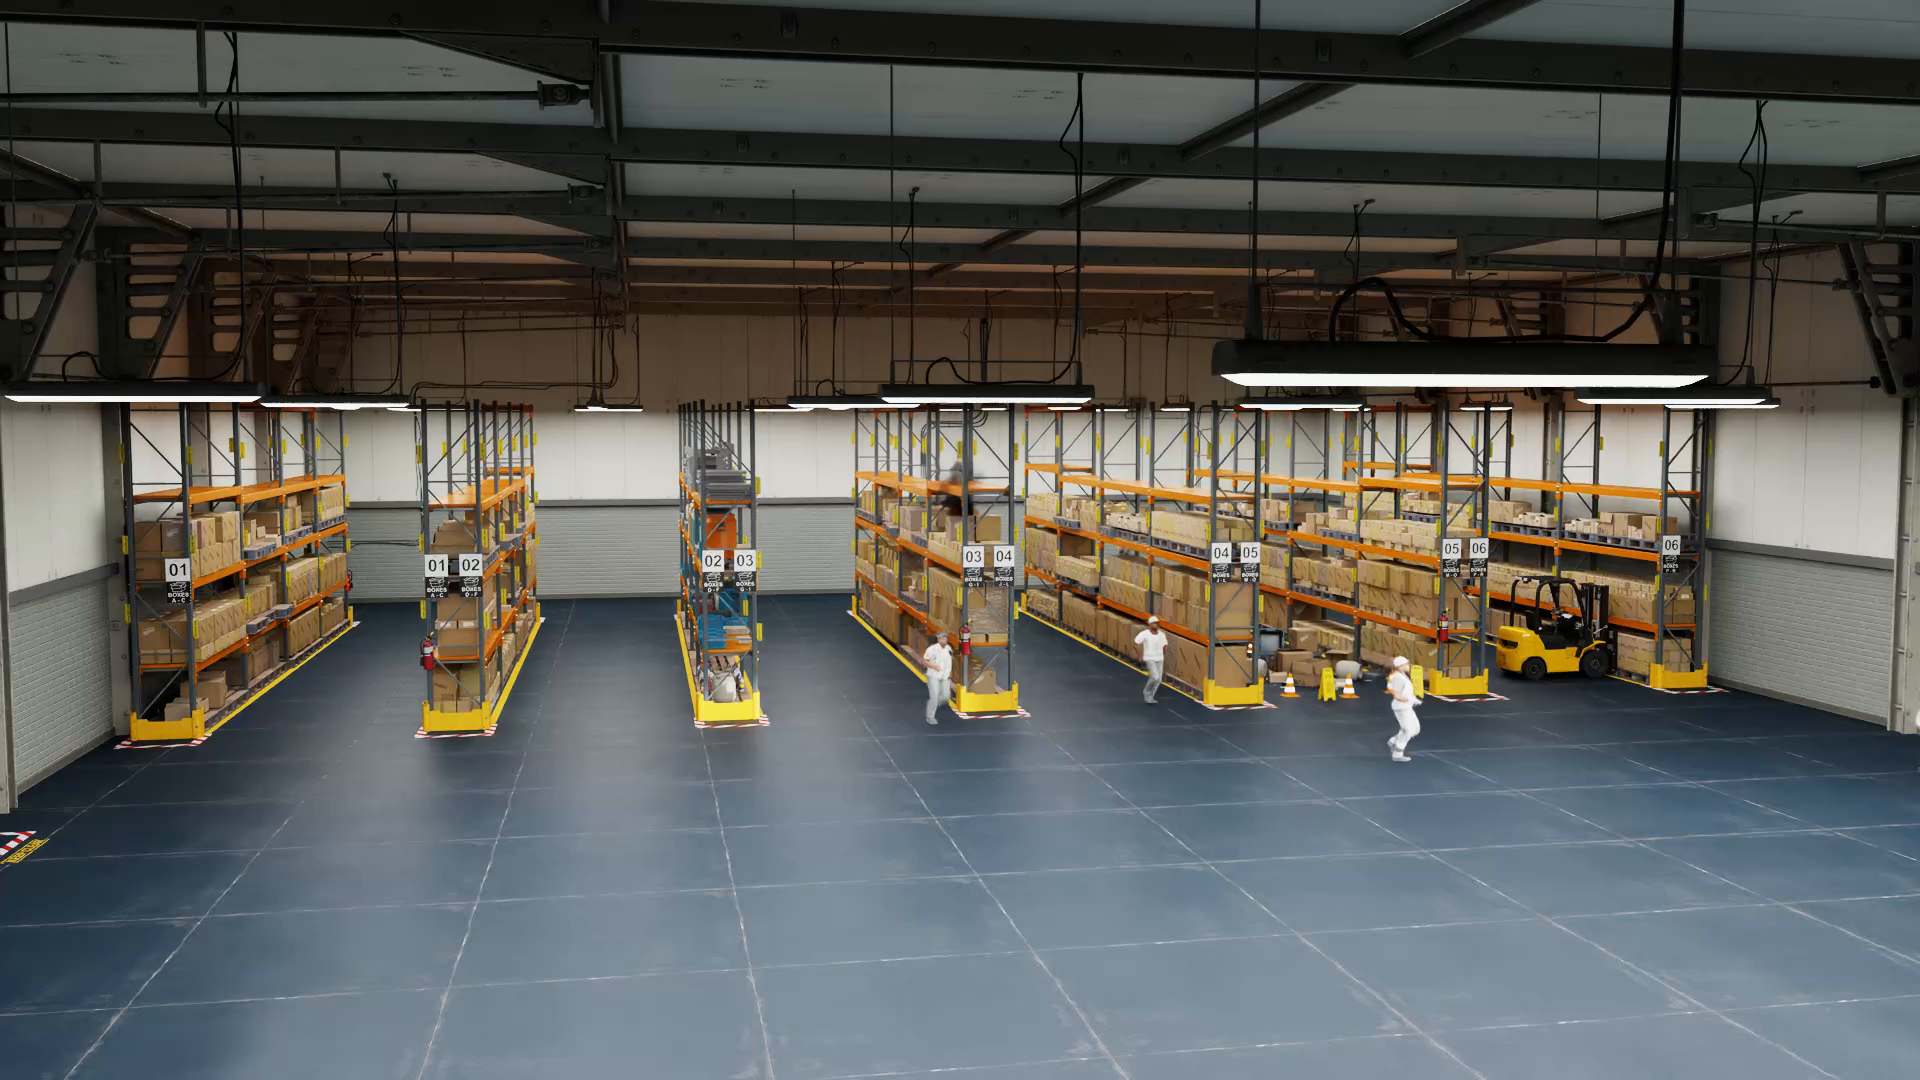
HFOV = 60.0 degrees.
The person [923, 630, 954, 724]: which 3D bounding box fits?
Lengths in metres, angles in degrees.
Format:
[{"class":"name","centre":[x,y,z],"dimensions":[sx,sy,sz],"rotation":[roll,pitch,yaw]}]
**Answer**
[{"class":"person","centre":[-0.360,2.533,30.933],"dimensions":[0.685,1.732,0.621],"rotation":[-3,5,-31]}]

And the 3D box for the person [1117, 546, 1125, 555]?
[{"class":"person","centre":[4.991,1.015,50.557],"dimensions":[0.947,1.806,0.722],"rotation":[0,4,-2]}]

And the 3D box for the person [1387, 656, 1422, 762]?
[{"class":"person","centre":[7.329,2.781,27.379],"dimensions":[0.598,1.740,0.648],"rotation":[2,5,25]}]

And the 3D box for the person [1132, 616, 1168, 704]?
[{"class":"person","centre":[3.832,2.370,32.831],"dimensions":[0.680,1.718,0.600],"rotation":[-2,5,-26]}]
